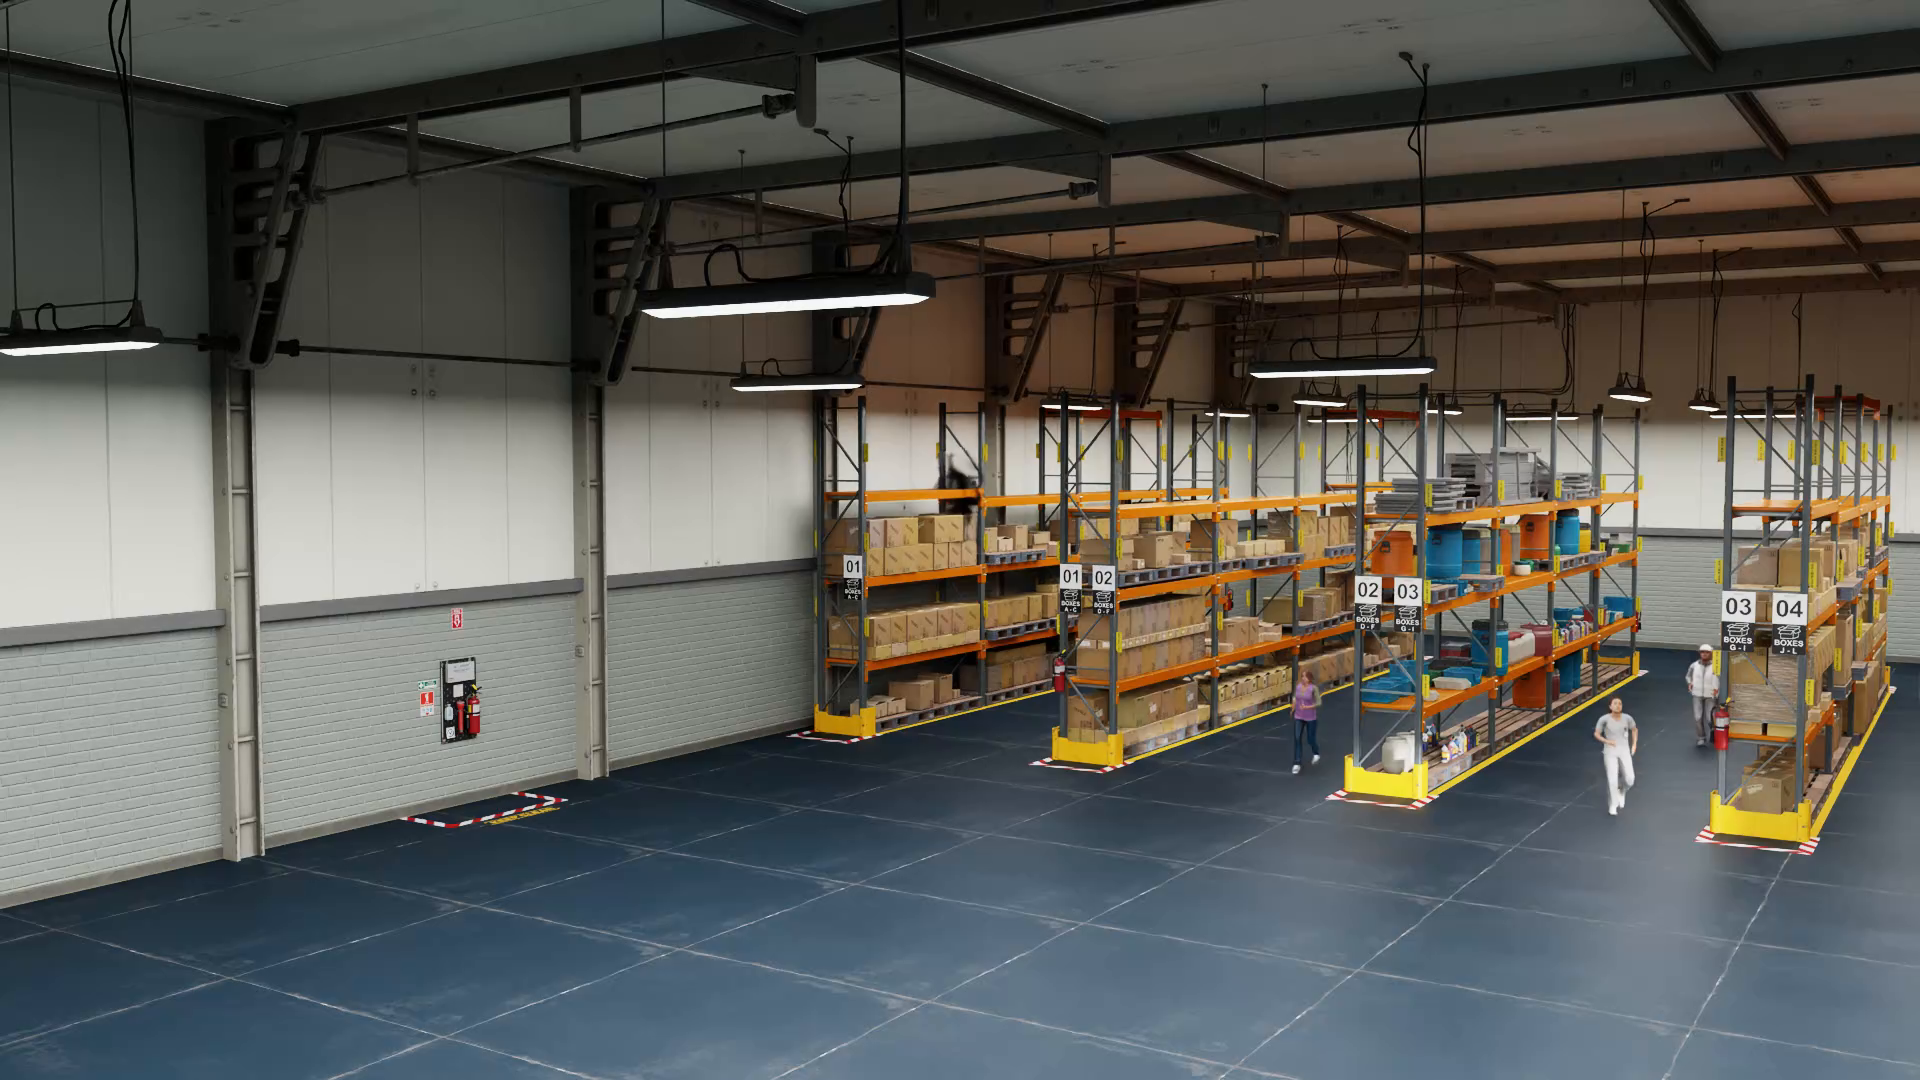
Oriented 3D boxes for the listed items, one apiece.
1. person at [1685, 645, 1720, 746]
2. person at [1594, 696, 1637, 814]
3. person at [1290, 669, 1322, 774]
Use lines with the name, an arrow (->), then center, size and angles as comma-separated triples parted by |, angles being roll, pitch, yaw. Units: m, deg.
person -> 12.723, 2.647, 28.414 | 0.656, 1.722, 0.606 | 2, 4, 33
person -> 9.082, 2.973, 22.973 | 0.612, 1.640, 0.542 | 0, 3, 7
person -> 5.421, 2.819, 26.073 | 0.549, 1.581, 0.885 | 2, 4, 33
